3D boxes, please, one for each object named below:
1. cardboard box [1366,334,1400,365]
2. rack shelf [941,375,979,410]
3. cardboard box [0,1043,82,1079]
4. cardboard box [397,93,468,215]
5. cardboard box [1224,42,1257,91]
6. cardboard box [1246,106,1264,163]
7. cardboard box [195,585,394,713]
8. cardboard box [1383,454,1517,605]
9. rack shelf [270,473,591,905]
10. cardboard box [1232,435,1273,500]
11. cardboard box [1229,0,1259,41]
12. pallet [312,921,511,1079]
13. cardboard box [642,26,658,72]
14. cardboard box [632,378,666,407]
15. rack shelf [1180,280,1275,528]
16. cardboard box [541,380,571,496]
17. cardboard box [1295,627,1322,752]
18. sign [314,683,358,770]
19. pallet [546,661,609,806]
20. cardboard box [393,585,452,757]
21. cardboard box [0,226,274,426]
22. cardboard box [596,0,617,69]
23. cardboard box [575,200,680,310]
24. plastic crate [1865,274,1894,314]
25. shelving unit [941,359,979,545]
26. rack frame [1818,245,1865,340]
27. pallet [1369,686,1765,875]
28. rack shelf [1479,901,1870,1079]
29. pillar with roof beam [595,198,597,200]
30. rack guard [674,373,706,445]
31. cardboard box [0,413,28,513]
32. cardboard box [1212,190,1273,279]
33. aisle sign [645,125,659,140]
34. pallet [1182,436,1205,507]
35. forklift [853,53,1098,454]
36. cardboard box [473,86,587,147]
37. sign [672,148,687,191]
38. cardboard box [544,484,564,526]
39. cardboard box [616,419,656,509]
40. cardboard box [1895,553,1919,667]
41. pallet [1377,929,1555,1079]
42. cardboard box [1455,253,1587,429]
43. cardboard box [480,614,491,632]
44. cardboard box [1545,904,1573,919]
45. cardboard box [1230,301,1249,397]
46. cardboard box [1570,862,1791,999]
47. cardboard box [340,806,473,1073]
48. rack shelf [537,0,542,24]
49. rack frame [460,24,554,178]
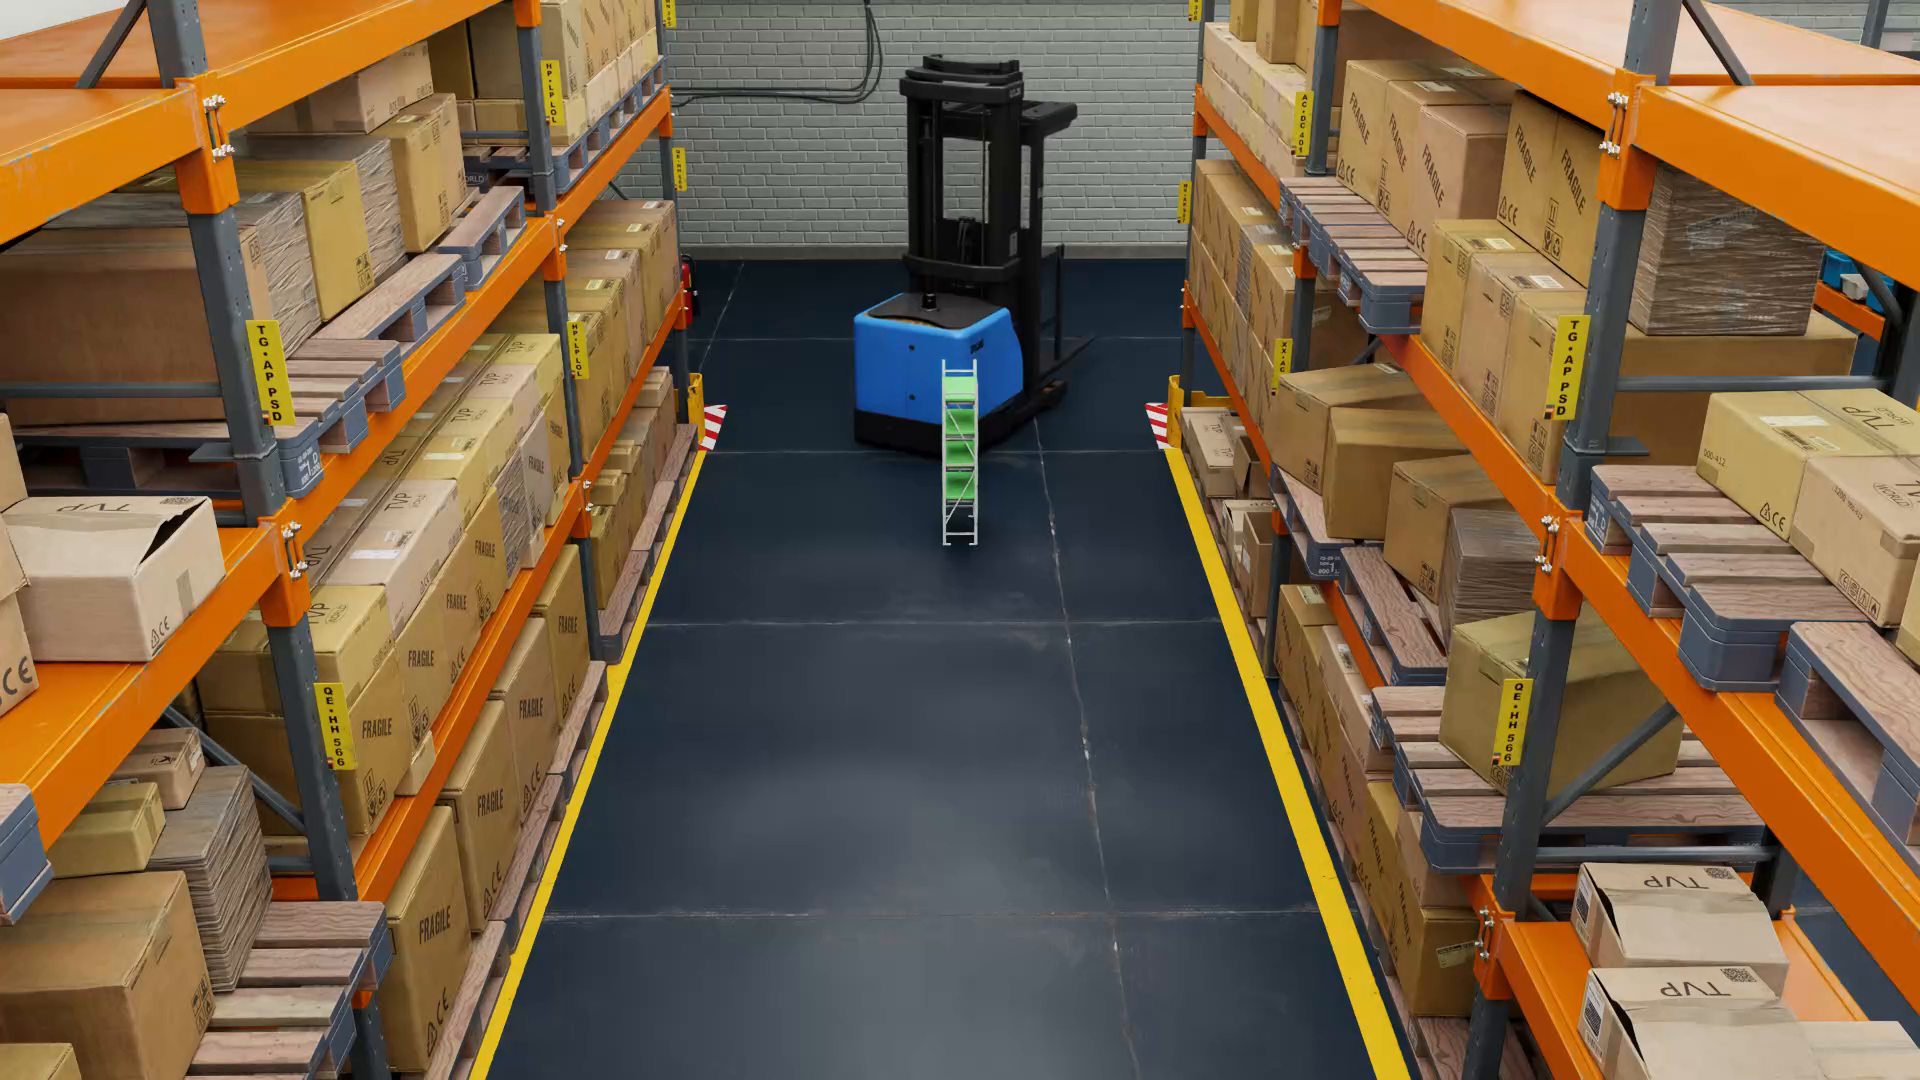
[{"bbox_3d":[2.596,-1.259,9.558,0.500,0.500,0.500,0,24,1],"label":"cardboard box"},{"bbox_3d":[-0.002,-0.994,11.482,0.258,0.148,0.480,0,24,-1],"label":"rack shelf"},{"bbox_3d":[-2.539,1.571,3.981,0.700,0.500,0.500,0,24,-1],"label":"cardboard box"},{"bbox_3d":[-2.734,-1.788,7.768,0.700,0.500,0.500,-2,24,-3],"label":"cardboard box"},{"bbox_3d":[2.031,-3.111,10.925,0.500,0.250,0.500,0,24,-1],"label":"cardboard box"},{"bbox_3d":[2.039,-2.472,10.117,0.500,0.250,0.500,0,24,-1],"label":"cardboard box"},{"bbox_3d":[-2.338,0.378,5.857,0.500,0.250,0.500,0,24,1],"label":"cardboard box"},{"bbox_3d":[2.400,-0.071,7.636,0.700,0.500,0.500,-6,25,-14],"label":"cardboard box"},{"bbox_3d":[-2.612,0.614,7.626,1.077,0.370,4.000,0,24,-1],"label":"rack shelf"},{"bbox_3d":[2.294,-0.399,11.488,0.797,0.503,0.637,0,24,-1],"label":"cardboard box"},{"bbox_3d":[2.219,-3.660,11.228,0.700,0.500,0.500,0,24,-1],"label":"cardboard box"},{"bbox_3d":[-2.524,2.055,6.949,1.003,0.211,1.213,0,24,-1],"label":"pallet"},{"bbox_3d":[-2.404,-3.421,11.585,0.500,0.250,0.500,0,24,1],"label":"cardboard box"},{"bbox_3d":[-2.383,-1.089,12.254,0.380,0.149,0.250,0,24,1],"label":"cardboard box"},{"bbox_3d":[2.298,-1.058,11.323,1.077,0.370,4.000,0,24,-1],"label":"rack shelf"},{"bbox_3d":[-2.377,-0.539,8.796,0.500,0.500,0.500,-1,24,-1],"label":"cardboard box"},{"bbox_3d":[2.098,0.797,8.848,0.500,0.500,0.500,0,24,0],"label":"cardboard box"},{"bbox_3d":[-2.048,0.612,5.447,0.100,0.325,0.005,0,24,-1],"label":"sign"},{"bbox_3d":[-2.550,1.050,9.172,1.003,0.211,1.213,0,24,-1],"label":"pallet"},{"bbox_3d":[-2.336,0.503,6.492,0.500,0.500,0.500,1,24,1],"label":"cardboard box"},{"bbox_3d":[-2.653,-0.698,5.359,0.700,0.500,0.500,-2,24,-5],"label":"cardboard box"},{"bbox_3d":[-2.384,-3.125,10.022,0.500,0.500,0.500,0,24,0],"label":"cardboard box"},{"bbox_3d":[-2.662,-2.113,12.418,0.980,0.700,0.700,1,24,2],"label":"cardboard box"},{"bbox_3d":[6.909,-1.808,12.237,0.416,0.233,0.300,0,24,-1],"label":"plastic crate"},{"bbox_3d":[-0.002,-0.615,11.654,0.258,1.200,0.503,0,24,-1],"label":"shelving unit"},{"bbox_3d":[7.229,-2.231,13.043,1.000,3.000,0.127,0,24,-1],"label":"rack frame"},{"bbox_3d":[2.285,0.895,6.365,1.213,0.211,1.003,0,24,-1],"label":"pallet"},{"bbox_3d":[2.385,2.238,4.034,1.077,0.370,4.000,0,24,-1],"label":"rack shelf"},{"bbox_3d":[0.733,-6.048,14.202,9.100,9.000,0.400,0,24,-1],"label":"pillar with roof beam"},{"bbox_3d":[-2.678,-1.057,13.481,1.175,0.500,0.348,0,24,-1],"label":"rack guard"},{"bbox_3d":[-2.812,-0.014,4.354,0.500,0.500,0.500,0,24,-1],"label":"cardboard box"},{"bbox_3d":[2.031,-2.106,11.431,0.500,0.500,0.500,0,24,0],"label":"cardboard box"},{"bbox_3d":[-2.378,-3.402,12.477,0.394,0.787,0.004,0,24,-1],"label":"aisle sign"},{"bbox_3d":[2.286,-0.580,12.776,1.003,0.211,1.213,0,24,-1],"label":"pallet"},{"bbox_3d":[0.278,-2.556,13.845,1.130,2.935,3.031,12,27,25],"label":"forklift"},{"bbox_3d":[-2.378,-2.359,9.238,0.500,0.250,0.500,0,24,-1],"label":"cardboard box"},{"bbox_3d":[-2.135,-2.819,12.650,0.100,0.325,0.005,0,24,-1],"label":"sign"},{"bbox_3d":[-2.321,-0.191,8.813,0.380,0.149,0.250,0,24,0],"label":"cardboard box"},{"bbox_3d":[-2.558,-0.537,11.822,0.700,0.500,0.500,-1,24,-2],"label":"cardboard box"},{"bbox_3d":[2.443,0.235,3.623,0.500,0.250,0.500,-1,24,-2],"label":"cardboard box"},{"bbox_3d":[2.393,2.049,6.963,1.003,0.211,1.213,0,24,-1],"label":"pallet"},{"bbox_3d":[2.319,-0.716,5.931,0.910,0.500,0.500,0,24,-1],"label":"cardboard box"},{"bbox_3d":[-2.386,0.338,7.642,0.380,0.149,0.250,0,24,1],"label":"cardboard box"},{"bbox_3d":[2.632,1.620,7.027,0.500,0.500,0.500,-1,24,-2],"label":"cardboard box"},{"bbox_3d":[2.042,-1.236,10.723,0.500,0.500,0.500,0,24,1],"label":"cardboard box"},{"bbox_3d":[2.323,1.277,5.395,0.500,0.311,0.500,1,24,3],"label":"cardboard box"},{"bbox_3d":[-2.467,1.595,6.683,0.750,0.750,0.750,-1,24,-1],"label":"cardboard box"},{"bbox_3d":[-2.656,-3.586,10.117,1.077,0.370,4.000,0,24,-1],"label":"rack shelf"},{"bbox_3d":[-2.634,-3.272,8.064,1.000,3.000,0.127,0,24,-1],"label":"rack frame"}]
